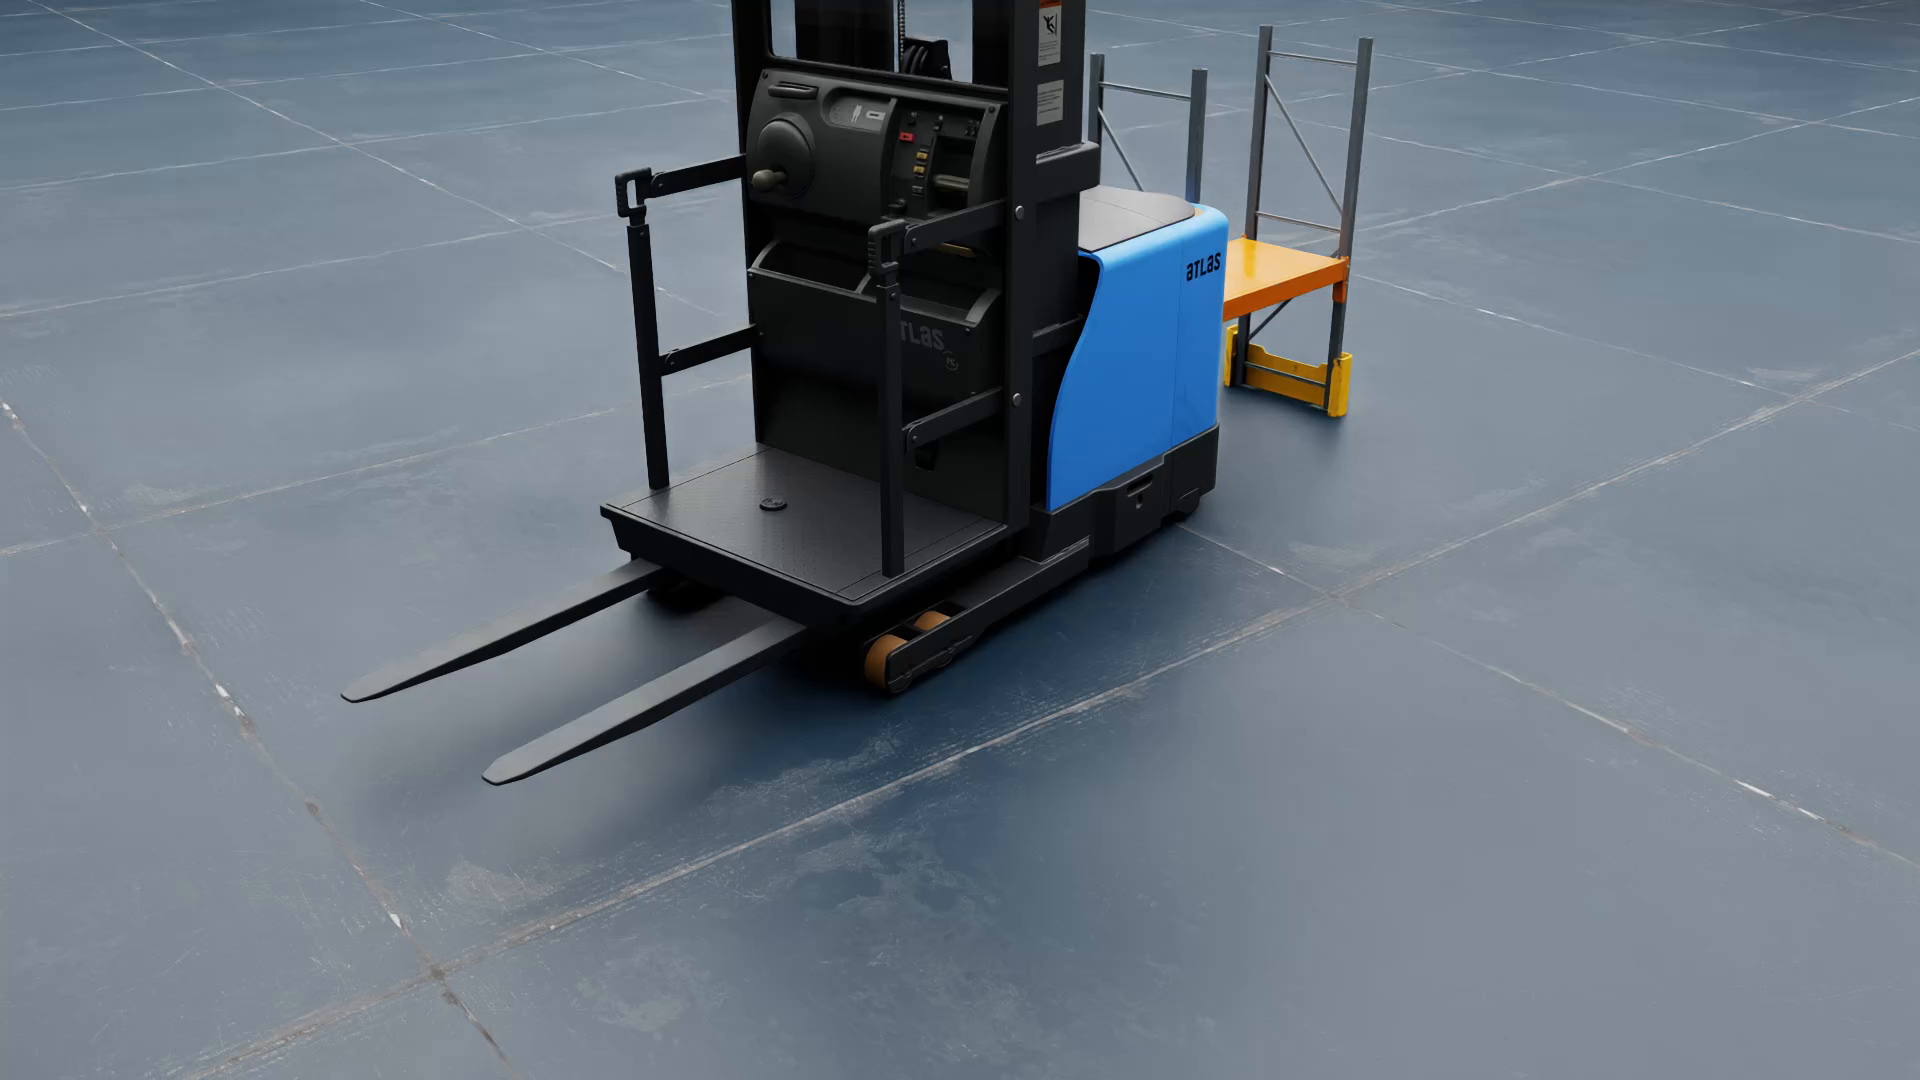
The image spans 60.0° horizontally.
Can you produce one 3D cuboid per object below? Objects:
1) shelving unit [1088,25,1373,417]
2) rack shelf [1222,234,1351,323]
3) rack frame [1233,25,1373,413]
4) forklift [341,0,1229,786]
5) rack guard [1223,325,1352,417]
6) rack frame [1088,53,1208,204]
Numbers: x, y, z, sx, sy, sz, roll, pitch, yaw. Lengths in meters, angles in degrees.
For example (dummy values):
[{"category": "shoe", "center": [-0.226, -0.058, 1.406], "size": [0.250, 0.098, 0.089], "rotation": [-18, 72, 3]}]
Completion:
[{"category": "shelving unit", "center": [1.017, -1.133, 6.410], "size": [1.083, 1.500, 0.587], "rotation": [-23, 33, -40]}, {"category": "rack shelf", "center": [1.010, -0.967, 6.480], "size": [1.000, 0.185, 0.538], "rotation": [-23, 33, -40]}, {"category": "rack frame", "center": [1.370, -1.281, 6.730], "size": [0.032, 1.500, 0.500], "rotation": [-23, 33, -40]}, {"category": "forklift", "center": [-0.401, -1.125, 4.692], "size": [1.130, 2.935, 3.031], "rotation": [19, 31, 35]}, {"category": "rack guard", "center": [1.369, -0.714, 6.992], "size": [0.087, 0.250, 0.587], "rotation": [-23, 33, -40]}, {"category": "rack frame", "center": [0.650, -0.979, 6.079], "size": [0.032, 1.500, 0.500], "rotation": [-23, 33, -40]}]
